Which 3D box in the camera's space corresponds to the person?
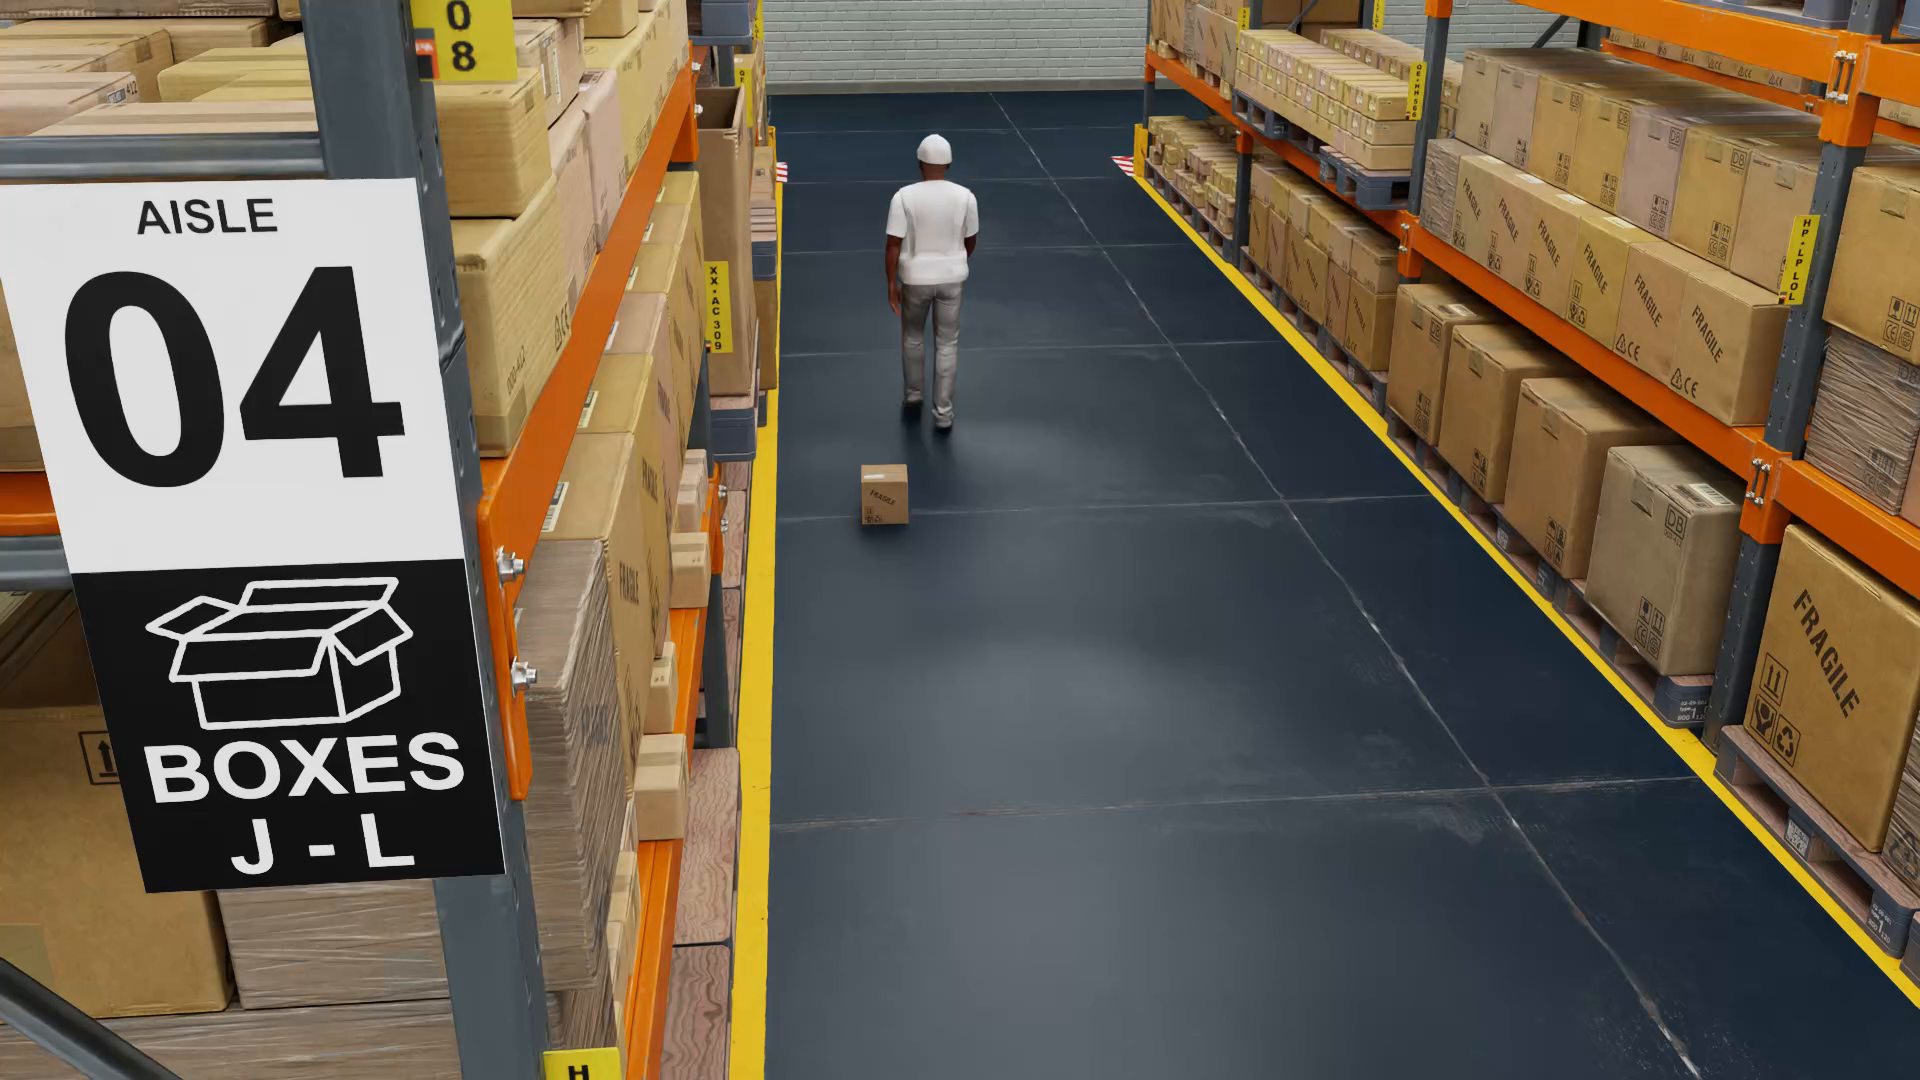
[{"bbox_3d":[-0.173,-1.577,10.223,0.571,1.816,0.756,-1,24,-3],"label":"person"}]
